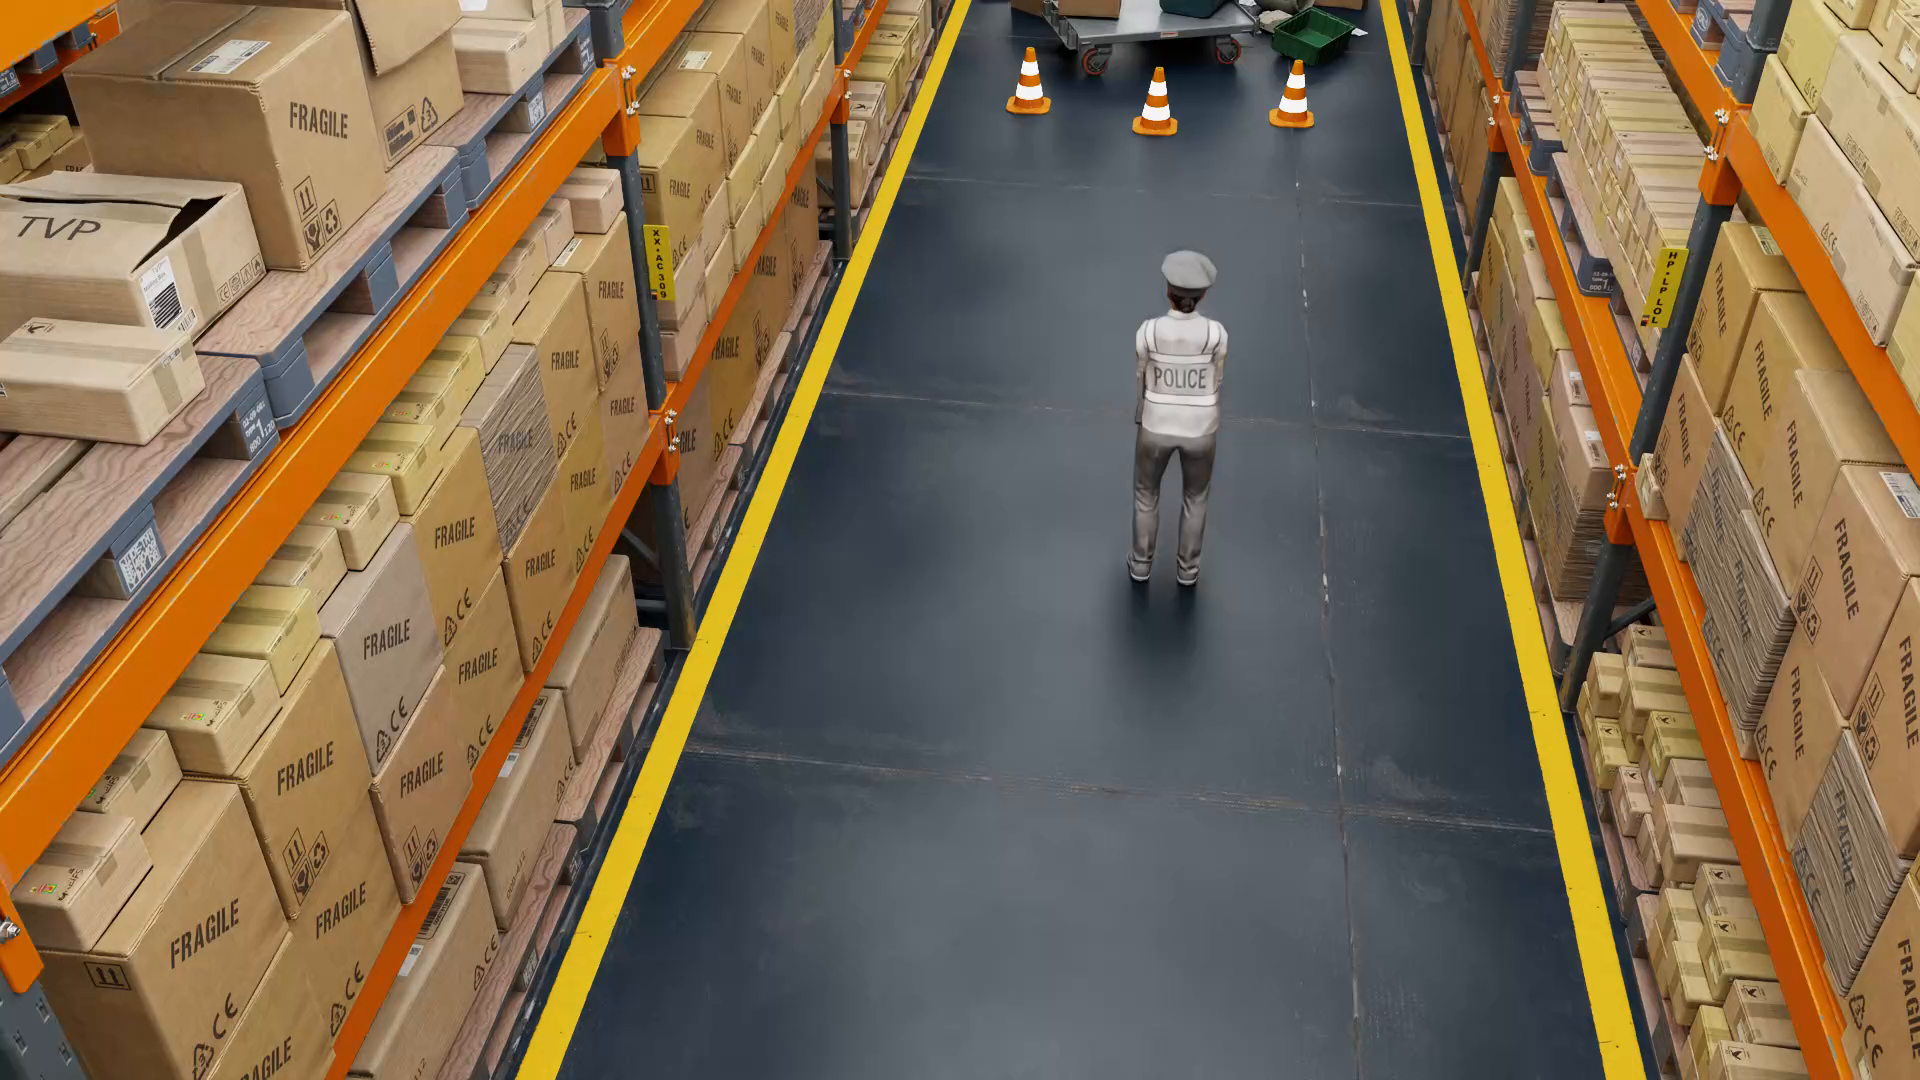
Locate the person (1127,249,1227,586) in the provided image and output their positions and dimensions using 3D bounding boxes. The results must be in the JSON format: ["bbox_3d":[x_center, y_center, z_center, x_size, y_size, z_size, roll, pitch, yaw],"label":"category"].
[{"bbox_3d":[1.008,-0.565,7.813,0.415,1.665,0.543,4,37,5],"label":"person"}]
